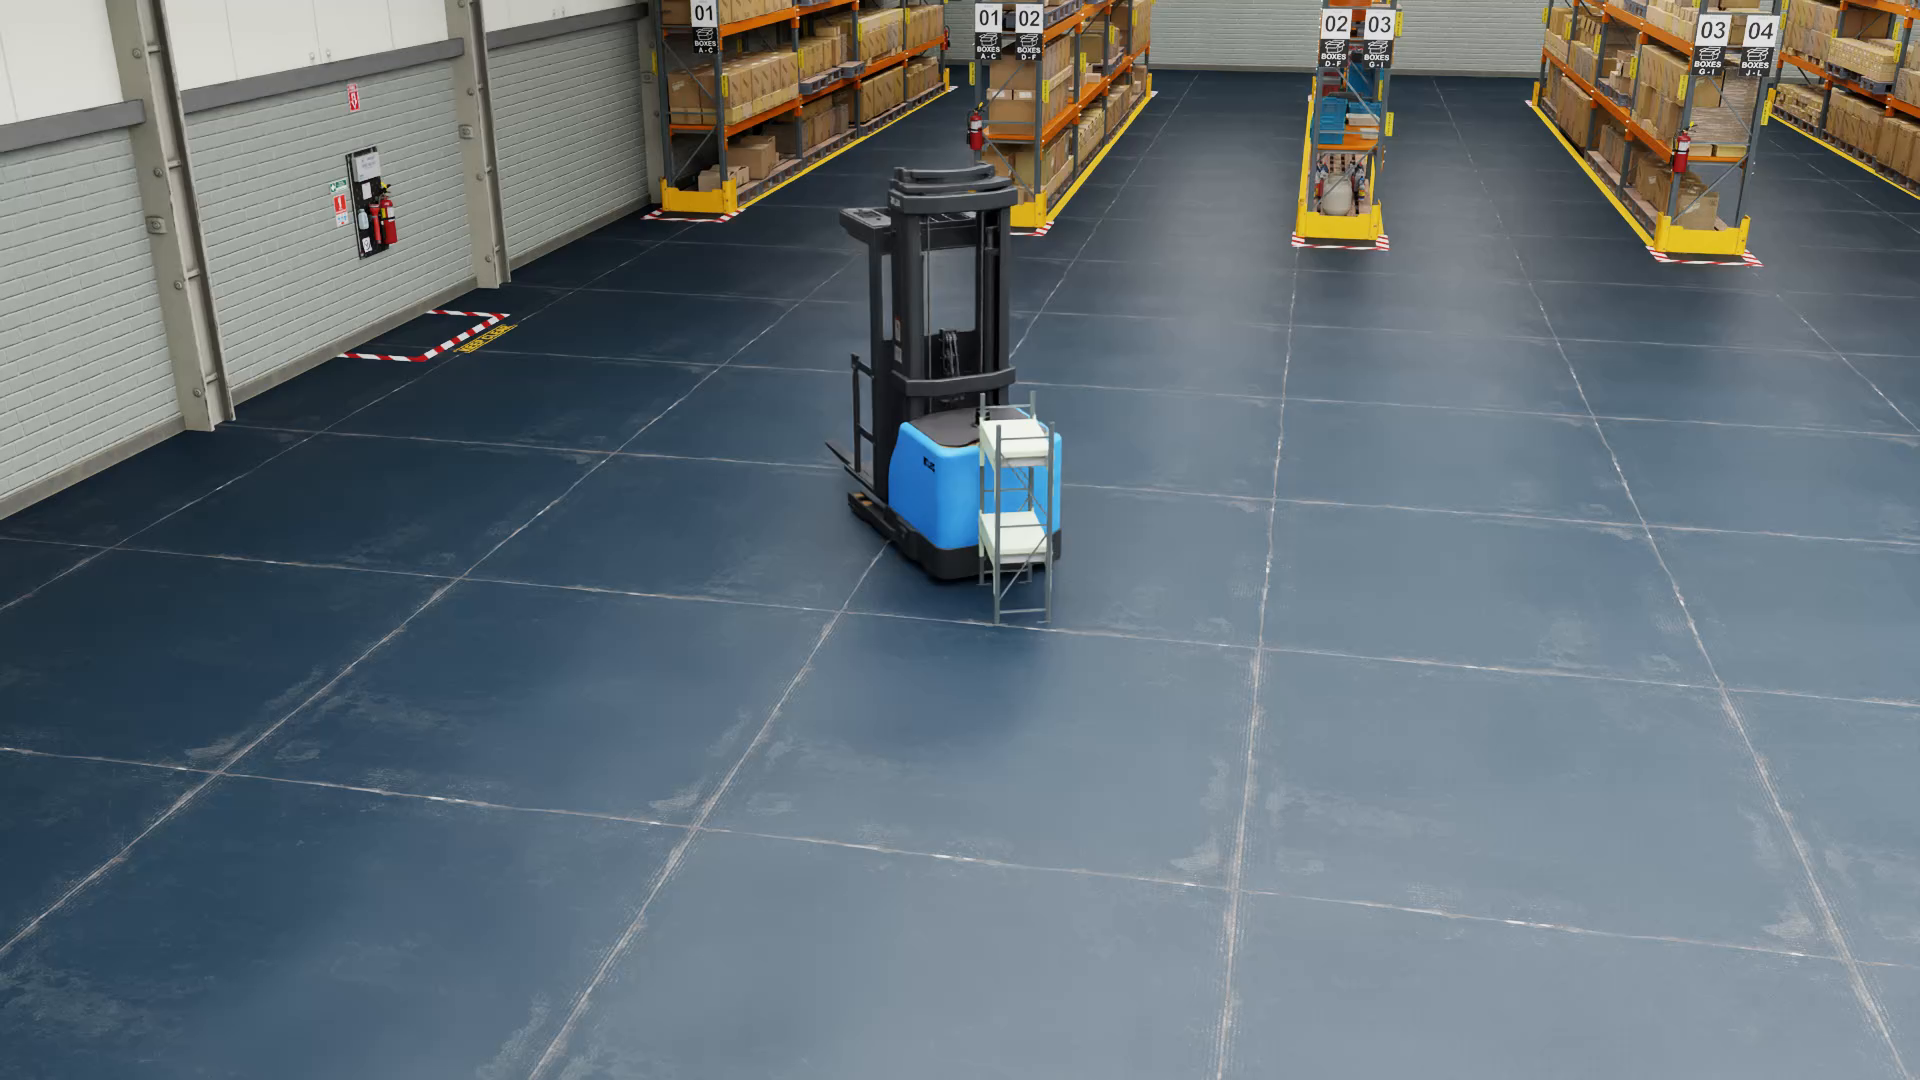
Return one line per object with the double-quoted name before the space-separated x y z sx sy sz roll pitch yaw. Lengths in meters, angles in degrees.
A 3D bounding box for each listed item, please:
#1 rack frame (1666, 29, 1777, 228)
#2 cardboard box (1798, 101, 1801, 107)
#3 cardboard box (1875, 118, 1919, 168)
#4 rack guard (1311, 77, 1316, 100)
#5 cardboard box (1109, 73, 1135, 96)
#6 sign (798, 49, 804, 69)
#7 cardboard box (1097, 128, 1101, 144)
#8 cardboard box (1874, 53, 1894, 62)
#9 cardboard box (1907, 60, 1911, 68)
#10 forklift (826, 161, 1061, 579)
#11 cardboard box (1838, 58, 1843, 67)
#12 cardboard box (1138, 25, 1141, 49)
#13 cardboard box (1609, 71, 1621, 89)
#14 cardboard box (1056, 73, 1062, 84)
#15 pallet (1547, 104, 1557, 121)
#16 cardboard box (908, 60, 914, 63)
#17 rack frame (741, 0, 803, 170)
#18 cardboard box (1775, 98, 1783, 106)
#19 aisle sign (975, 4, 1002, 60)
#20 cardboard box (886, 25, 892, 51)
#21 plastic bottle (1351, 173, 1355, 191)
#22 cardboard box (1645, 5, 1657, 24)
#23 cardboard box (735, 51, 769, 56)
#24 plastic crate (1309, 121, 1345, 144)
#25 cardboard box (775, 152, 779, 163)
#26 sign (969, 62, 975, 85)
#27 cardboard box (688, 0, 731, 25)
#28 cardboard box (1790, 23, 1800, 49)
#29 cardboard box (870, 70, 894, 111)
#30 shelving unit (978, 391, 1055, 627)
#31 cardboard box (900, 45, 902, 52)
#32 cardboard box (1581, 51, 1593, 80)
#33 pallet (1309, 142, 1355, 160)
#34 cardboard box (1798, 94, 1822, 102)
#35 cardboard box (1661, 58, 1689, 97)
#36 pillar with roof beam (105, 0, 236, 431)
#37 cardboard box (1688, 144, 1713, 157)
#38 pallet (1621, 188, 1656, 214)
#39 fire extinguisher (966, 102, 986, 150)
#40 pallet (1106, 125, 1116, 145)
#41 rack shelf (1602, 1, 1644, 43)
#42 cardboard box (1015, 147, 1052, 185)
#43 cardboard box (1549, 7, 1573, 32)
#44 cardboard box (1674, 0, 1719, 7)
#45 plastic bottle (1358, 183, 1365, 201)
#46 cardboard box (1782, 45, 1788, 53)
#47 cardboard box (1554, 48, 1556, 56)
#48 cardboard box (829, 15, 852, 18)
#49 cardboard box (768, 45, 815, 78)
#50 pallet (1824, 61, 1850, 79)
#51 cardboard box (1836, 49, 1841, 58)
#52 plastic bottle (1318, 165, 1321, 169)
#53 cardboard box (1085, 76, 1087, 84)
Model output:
"rack frame" 10.415 -5.450 22.871 1.000 3.000 0.127 4 22 11
"cardboard box" 17.947 -9.241 35.139 0.380 0.149 0.250 6 23 14
"cardboard box" 16.670 -6.896 28.911 1.050 0.750 0.750 4 22 10
"rack guard" 8.823 -10.530 38.829 1.175 0.500 0.348 4 22 11
"cardboard box" 3.545 -10.329 37.738 0.797 0.503 0.637 4 22 11
"sign" -2.784 -8.409 29.059 0.100 0.325 0.005 4 22 11
"cardboard box" 2.380 -7.652 31.457 0.500 0.250 0.500 4 22 10
"cardboard box" 16.587 -8.621 29.722 0.380 0.149 0.250 4 22 10
"cardboard box" 17.282 -8.536 29.909 0.380 0.149 0.250 4 22 9
"forklift" -0.287 -1.581 13.356 1.130 2.935 3.031 -10 24 -22
"cardboard box" 17.010 -9.108 31.728 0.380 0.149 0.250 5 22 11
"cardboard box" 3.743 -11.178 36.959 0.500 0.500 0.500 4 22 11
"cardboard box" 11.480 -7.906 28.607 0.500 0.250 0.500 4 22 9
"cardboard box" 1.428 -7.437 26.802 0.380 0.149 0.250 5 22 12
"pallet" 13.342 -9.265 36.076 1.003 0.211 1.213 4 22 11
"cardboard box" -1.288 -11.198 39.059 0.380 0.149 0.250 5 22 12
"rack frame" -3.316 -8.046 29.316 1.000 3.000 0.127 4 22 11
"cardboard box" 18.094 -9.592 36.409 0.380 0.149 0.250 5 22 12
"aisle sign" 0.417 -7.411 24.260 0.394 0.787 0.004 4 22 11
"cardboard box" -1.737 -10.607 35.116 0.500 0.500 0.500 4 22 11
"plastic bottle" 6.287 -5.738 26.632 0.061 0.283 0.133 4 22 11
"cardboard box" 10.888 -8.090 25.611 0.500 0.250 0.500 4 22 9
"cardboard box" -3.617 -8.177 28.813 0.500 0.500 0.500 4 22 10
"plastic crate" 5.375 -5.965 24.348 0.499 0.251 0.616 4 22 11
"cardboard box" -3.396 -6.738 29.272 0.380 0.166 0.250 2 22 4
"sign" 0.189 -6.900 24.604 0.100 0.325 0.005 4 22 11
"cardboard box" -3.820 -8.133 25.357 0.500 0.500 0.500 5 22 12
"cardboard box" 18.068 -10.730 35.449 0.500 0.500 0.500 5 22 11
"cardboard box" -1.868 -9.596 35.481 0.750 0.750 0.750 5 23 13
"shelving unit" 0.394 -0.230 11.916 0.431 1.500 0.755 -3 22 -7
"cardboard box" -1.476 -10.719 36.263 0.380 0.149 0.250 5 22 11
"cardboard box" 12.116 -8.994 31.536 0.500 0.500 0.500 4 22 9
"pallet" 7.002 -7.180 30.898 1.003 0.211 1.213 4 22 11
"cardboard box" 17.710 -9.205 34.651 0.380 0.149 0.250 4 22 9
"cardboard box" 10.486 -6.684 24.065 0.500 0.500 0.500 4 22 11
"pillar with roof beam" -3.071 -4.971 13.651 9.100 9.000 0.400 4 22 11
"cardboard box" 10.271 -5.454 23.216 0.380 0.149 0.250 4 22 11
"pallet" 11.129 -5.371 26.408 1.003 0.211 1.213 4 22 11
"fire extinguisher" 0.239 -6.163 24.745 0.296 0.674 0.183 4 22 11
"pallet" 2.539 -8.109 33.206 1.003 0.211 1.213 4 22 11
"rack shelf" 11.639 -8.702 27.894 1.077 0.370 4.000 4 22 11
"cardboard box" 1.145 -5.836 25.944 0.500 0.500 0.500 4 22 11
"cardboard box" 13.215 -11.380 36.394 0.500 0.500 0.500 4 22 10
"cardboard box" 10.483 -7.844 23.599 0.500 0.500 0.500 4 22 11
"plastic bottle" 6.241 -5.406 25.824 0.097 0.271 0.097 0 22 0
"cardboard box" 18.128 -10.677 36.185 0.380 0.149 0.250 4 22 10
"cardboard box" 12.920 -10.422 35.552 0.380 0.149 0.250 5 22 12
"cardboard box" -2.444 -10.612 34.126 0.500 0.250 0.500 4 22 10
"cardboard box" -3.058 -8.684 30.177 0.700 0.500 0.500 7 23 16
"pallet" 17.400 -9.066 32.107 1.003 0.211 1.213 4 22 11
"cardboard box" 17.065 -9.342 31.910 0.380 0.149 0.250 5 22 12
"plastic bottle" 5.849 -6.028 27.362 0.152 0.276 0.135 5 23 13
"cardboard box" 2.145 -8.545 30.893 0.380 0.149 0.250 6 23 15
